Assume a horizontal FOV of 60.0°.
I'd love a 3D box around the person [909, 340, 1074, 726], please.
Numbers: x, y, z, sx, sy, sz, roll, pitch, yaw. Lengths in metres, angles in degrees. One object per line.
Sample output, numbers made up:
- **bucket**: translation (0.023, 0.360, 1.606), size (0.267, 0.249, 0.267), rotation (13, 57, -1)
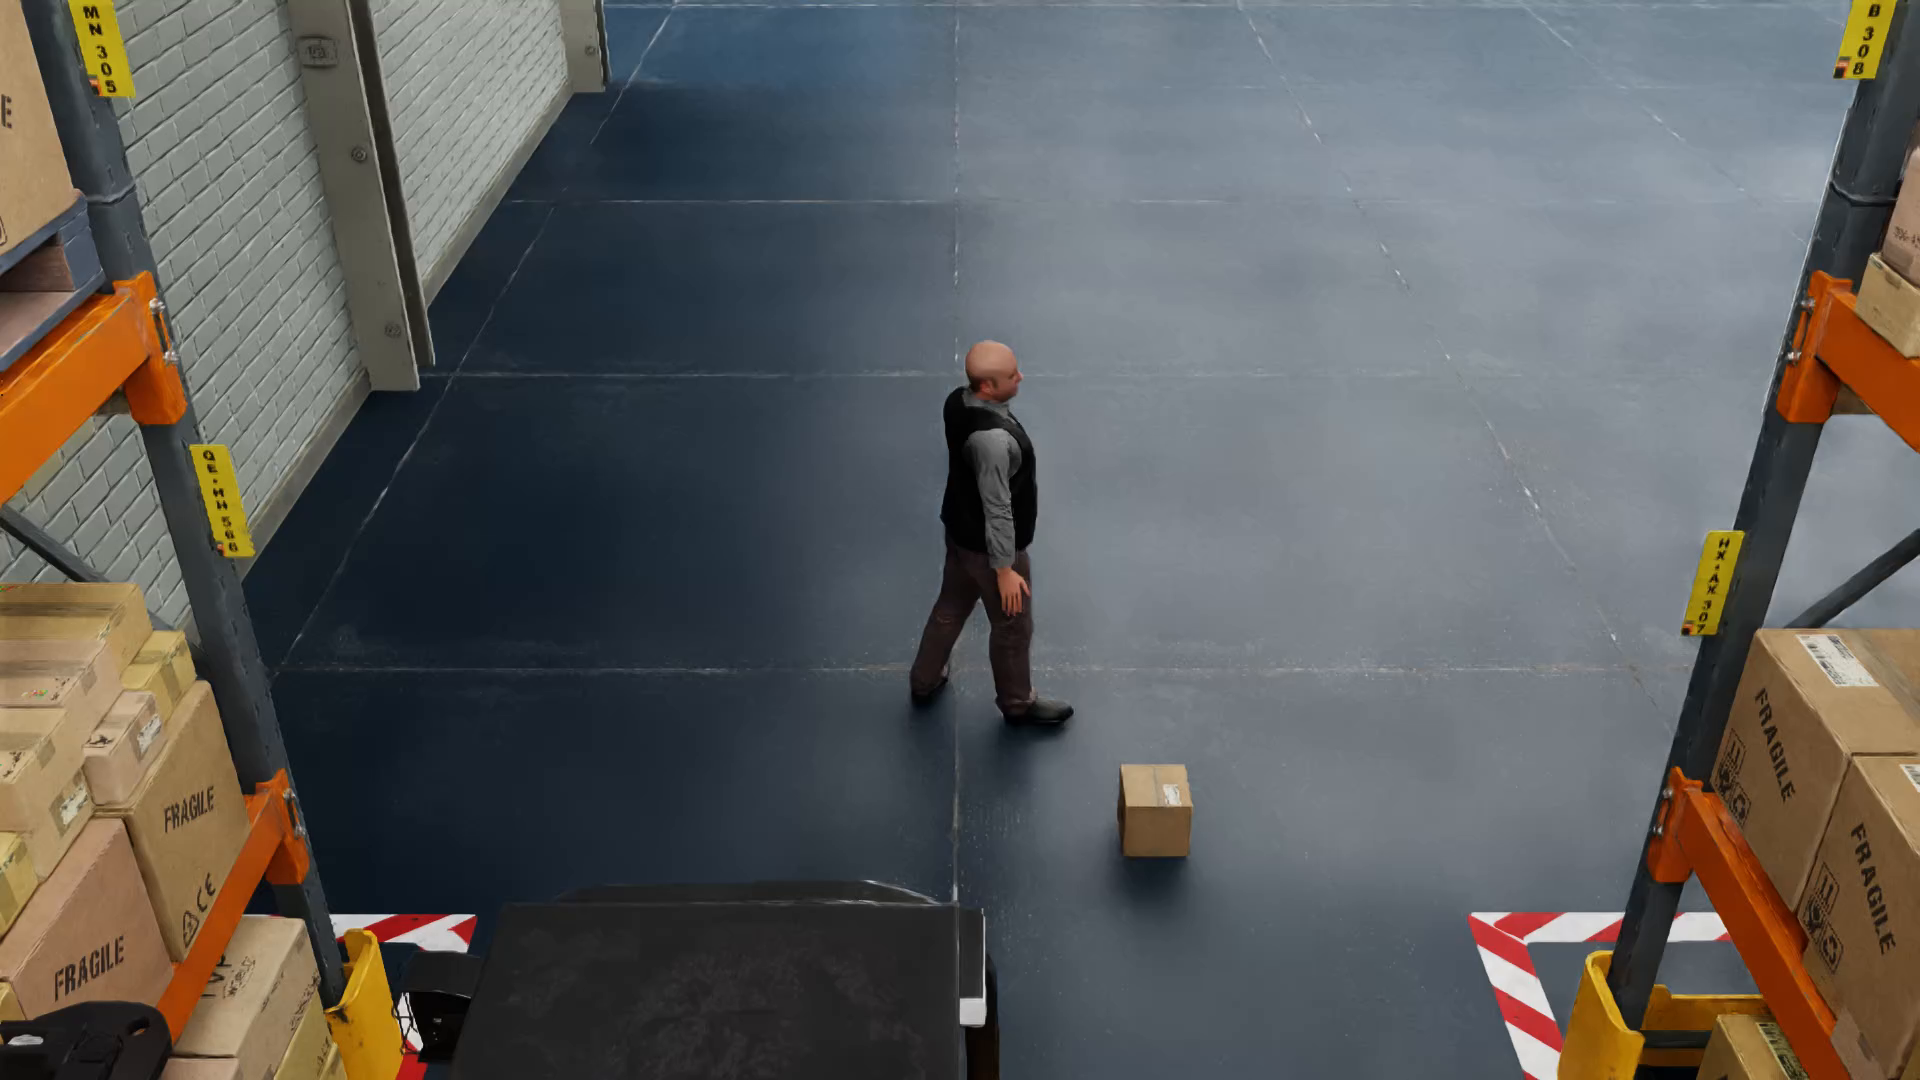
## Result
- **person**: translation (0.136, 0.005, 6.650), size (0.636, 1.723, 0.740), rotation (-9, 32, -14)
